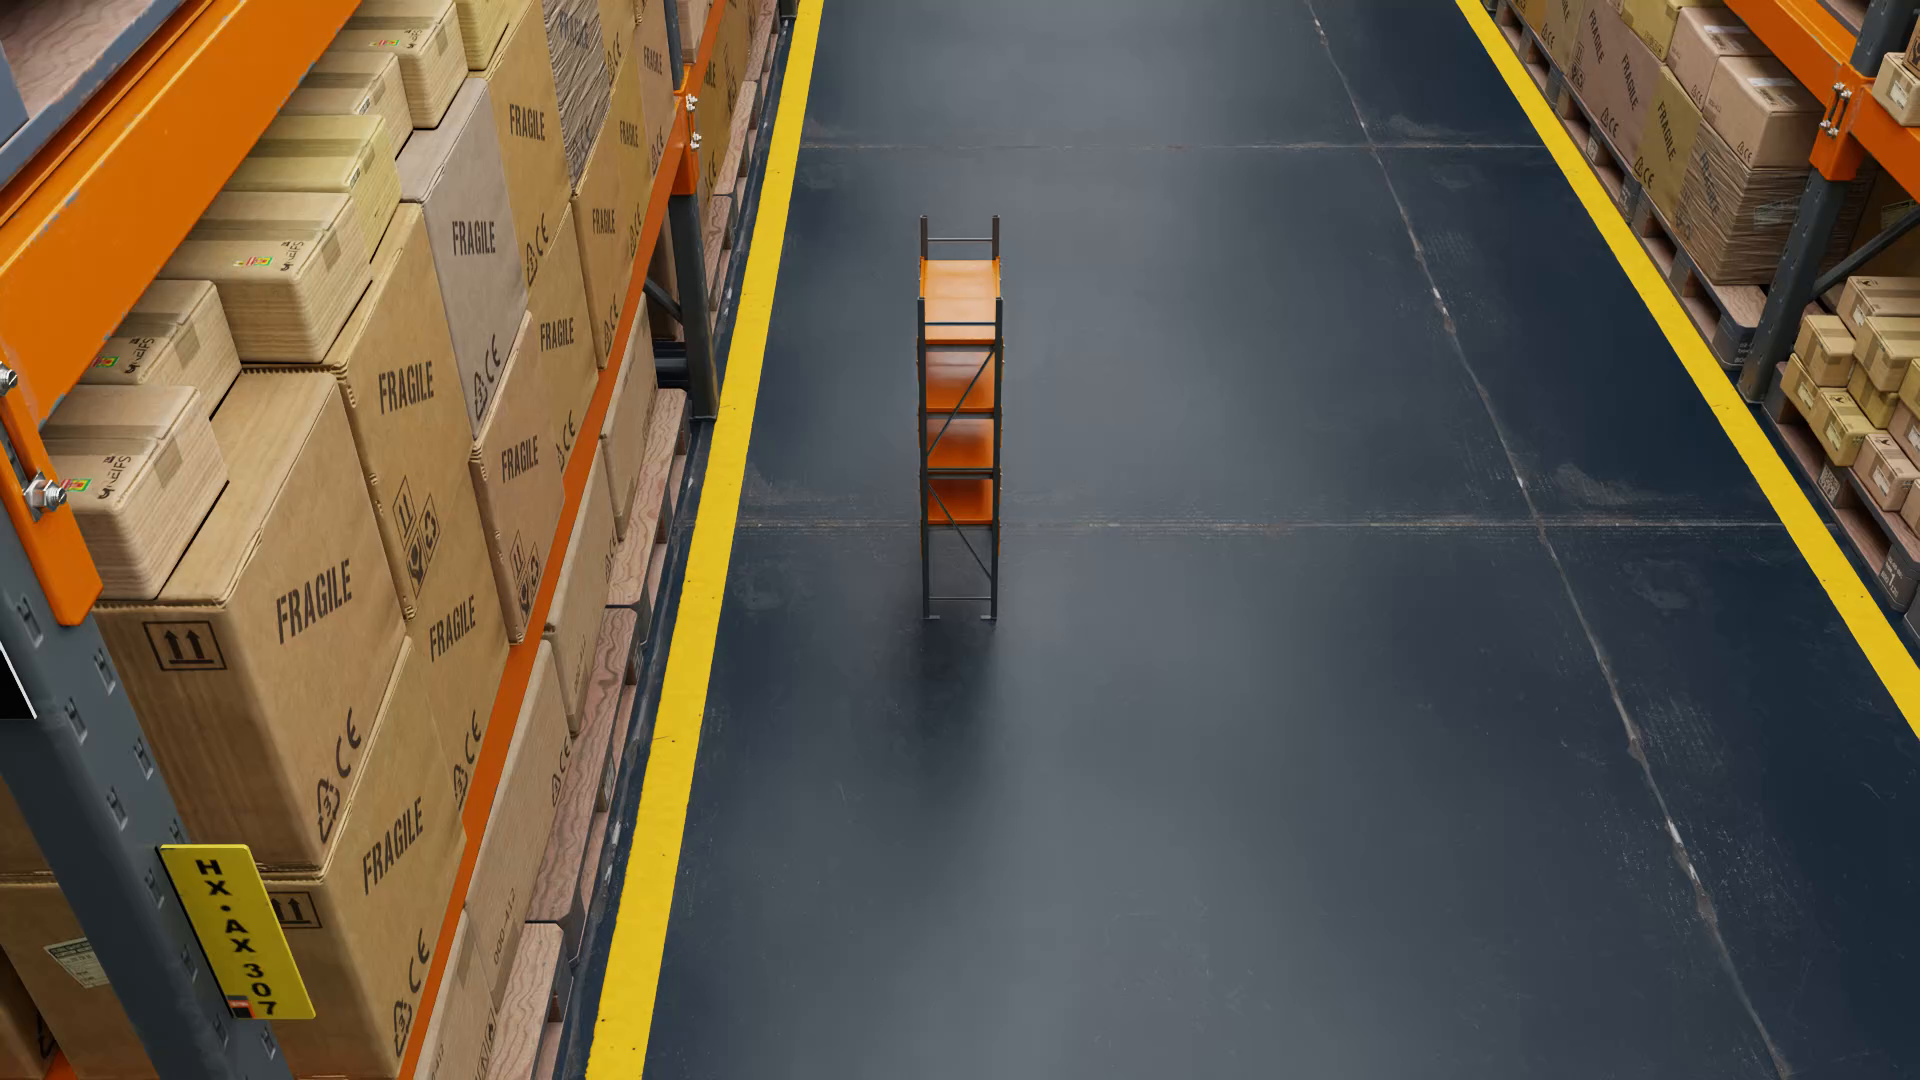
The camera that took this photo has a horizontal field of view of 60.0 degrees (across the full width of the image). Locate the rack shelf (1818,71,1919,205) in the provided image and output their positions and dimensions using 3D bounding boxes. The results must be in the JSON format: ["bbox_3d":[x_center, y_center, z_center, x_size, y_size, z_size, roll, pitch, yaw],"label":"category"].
[{"bbox_3d":[3.528,-0.195,4.169,1.077,0.370,4.000,0,39,0],"label":"rack shelf"}]

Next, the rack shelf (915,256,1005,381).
[{"bbox_3d":[0.000,-0.671,5.000,0.258,0.148,0.480,0,39,0],"label":"rack shelf"}]

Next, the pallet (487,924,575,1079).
[{"bbox_3d":[-1.499,1.430,3.796,1.003,0.211,1.213,0,39,0],"label":"pallet"}]

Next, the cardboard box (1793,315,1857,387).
[{"bbox_3d":[3.206,-0.667,5.889,0.380,0.149,0.250,2,39,2],"label":"cardboard box"}]

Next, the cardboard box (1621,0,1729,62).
[{"bbox_3d":[3.270,-2.325,7.316,0.500,0.250,0.500,-2,39,-2],"label":"cardboard box"}]

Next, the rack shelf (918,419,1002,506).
[{"bbox_3d":[0.000,-0.312,5.288,0.258,0.148,0.480,0,39,0],"label":"rack shelf"}]

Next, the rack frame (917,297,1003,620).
[{"bbox_3d":[0.000,-0.212,5.055,0.240,1.200,0.015,0,39,0],"label":"rack frame"}]

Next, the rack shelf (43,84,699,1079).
[{"bbox_3d":[-1.422,-0.128,4.086,1.077,0.370,4.000,0,39,0],"label":"rack shelf"}]

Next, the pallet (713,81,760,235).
[{"bbox_3d":[-1.505,-1.818,7.850,1.003,0.211,1.213,0,39,0],"label":"pallet"}]

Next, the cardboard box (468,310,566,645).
[{"bbox_3d":[-1.144,-0.132,3.436,0.500,0.500,0.500,0,39,0],"label":"cardboard box"}]

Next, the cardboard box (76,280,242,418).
[{"bbox_3d":[-1.215,-0.226,2.235,0.380,0.149,0.250,1,39,1],"label":"cardboard box"}]

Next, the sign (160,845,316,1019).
[{"bbox_3d":[-0.865,0.477,2.001,0.100,0.325,0.005,0,39,0],"label":"sign"}]

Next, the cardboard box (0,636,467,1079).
[{"bbox_3d":[-1.133,0.503,2.644,0.500,0.500,0.500,0,39,0],"label":"cardboard box"}]

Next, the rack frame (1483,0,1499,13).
[{"bbox_3d":[3.521,-4.227,8.627,1.000,3.000,0.127,0,39,0],"label":"rack frame"}]

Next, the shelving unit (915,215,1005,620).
[{"bbox_3d":[0.000,-0.365,5.246,0.258,1.200,0.503,0,39,0],"label":"shelving unit"}]

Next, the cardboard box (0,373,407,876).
[{"bbox_3d":[-1.135,0.113,2.331,0.500,0.500,0.500,-1,39,-1],"label":"cardboard box"}]

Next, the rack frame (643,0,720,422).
[{"bbox_3d":[-1.424,-1.659,5.422,1.000,3.000,0.127,0,39,0],"label":"rack frame"}]

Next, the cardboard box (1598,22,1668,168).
[{"bbox_3d":[3.277,-2.019,7.533,0.500,0.500,0.500,-1,39,-1],"label":"cardboard box"}]

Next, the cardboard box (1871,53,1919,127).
[{"bbox_3d":[3.199,-1.451,5.362,0.380,0.149,0.250,1,39,2],"label":"cardboard box"}]

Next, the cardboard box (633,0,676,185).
[{"bbox_3d":[-1.168,-1.408,5.029,0.500,0.500,0.500,0,39,0],"label":"cardboard box"}]

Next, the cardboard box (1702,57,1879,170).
[{"bbox_3d":[3.272,-1.673,6.502,0.500,0.250,0.500,-1,39,-1],"label":"cardboard box"}]

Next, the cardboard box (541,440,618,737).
[{"bbox_3d":[-1.529,0.129,4.903,0.875,0.438,0.875,-1,39,-1],"label":"cardboard box"}]

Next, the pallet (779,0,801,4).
[{"bbox_3d":[-1.428,-3.561,10.025,1.003,0.211,1.213,0,39,0],"label":"pallet"}]

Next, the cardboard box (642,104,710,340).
[{"bbox_3d":[-1.505,-1.382,6.439,0.875,0.875,0.875,1,39,1],"label":"cardboard box"}]

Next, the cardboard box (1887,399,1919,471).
[{"bbox_3d":[3.333,-0.356,5.502,0.380,0.149,0.250,0,39,0],"label":"cardboard box"}]

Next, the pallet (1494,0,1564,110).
[{"bbox_3d":[3.521,-2.651,8.889,1.003,0.211,1.213,0,39,0],"label":"pallet"}]

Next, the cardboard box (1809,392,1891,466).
[{"bbox_3d":[3.205,-0.383,5.773,0.380,0.149,0.250,1,39,1],"label":"cardboard box"}]

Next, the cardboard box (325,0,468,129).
[{"bbox_3d":[-1.130,-0.874,3.043,0.380,0.149,0.250,0,39,0],"label":"cardboard box"}]

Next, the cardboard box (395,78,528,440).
[{"bbox_3d":[-1.151,-0.532,3.136,0.500,0.500,0.500,0,39,0],"label":"cardboard box"}]

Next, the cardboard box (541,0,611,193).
[{"bbox_3d":[-1.145,-1.158,3.917,0.500,0.500,0.500,0,39,1],"label":"cardboard box"}]

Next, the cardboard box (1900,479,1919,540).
[{"bbox_3d":[3.308,-0.069,5.381,0.380,0.149,0.250,-1,39,-1],"label":"cardboard box"}]

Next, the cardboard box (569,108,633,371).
[{"bbox_3d":[-1.147,-0.772,4.235,0.500,0.500,0.500,-1,39,-1],"label":"cardboard box"}]

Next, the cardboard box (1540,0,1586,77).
[{"bbox_3d":[3.271,-2.659,8.332,0.500,0.500,0.500,0,39,0],"label":"cardboard box"}]

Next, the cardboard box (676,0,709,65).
[{"bbox_3d":[-1.161,-1.876,5.812,0.500,0.250,0.500,-1,39,-1],"label":"cardboard box"}]

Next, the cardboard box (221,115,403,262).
[{"bbox_3d":[-1.119,-0.553,2.644,0.380,0.149,0.250,-1,39,-2],"label":"cardboard box"}]

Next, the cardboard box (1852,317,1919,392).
[{"bbox_3d":[3.260,-0.622,5.595,0.380,0.149,0.250,2,39,2],"label":"cardboard box"}]

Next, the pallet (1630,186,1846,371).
[{"bbox_3d":[3.523,-1.125,6.985,1.003,0.211,1.213,0,39,0],"label":"pallet"}]

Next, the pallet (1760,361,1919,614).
[{"bbox_3d":[3.562,-0.218,5.853,1.003,0.211,1.213,0,39,0],"label":"pallet"}]

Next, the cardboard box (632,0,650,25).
[{"bbox_3d":[-1.147,-1.794,4.710,0.500,0.500,0.500,0,39,0],"label":"cardboard box"}]

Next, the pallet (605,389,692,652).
[{"bbox_3d":[-1.501,-0.096,5.700,1.003,0.211,1.213,0,39,0],"label":"pallet"}]

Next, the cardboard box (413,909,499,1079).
[{"bbox_3d":[-1.520,1.265,3.485,0.875,0.438,0.875,-1,39,-2],"label":"cardboard box"}]

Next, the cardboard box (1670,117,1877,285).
[{"bbox_3d":[3.273,-1.377,6.733,0.500,0.500,0.500,-1,39,-1],"label":"cardboard box"}]

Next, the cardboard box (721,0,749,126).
[{"bbox_3d":[-1.514,-2.506,7.841,0.875,0.875,0.875,0,39,1],"label":"cardboard box"}]
